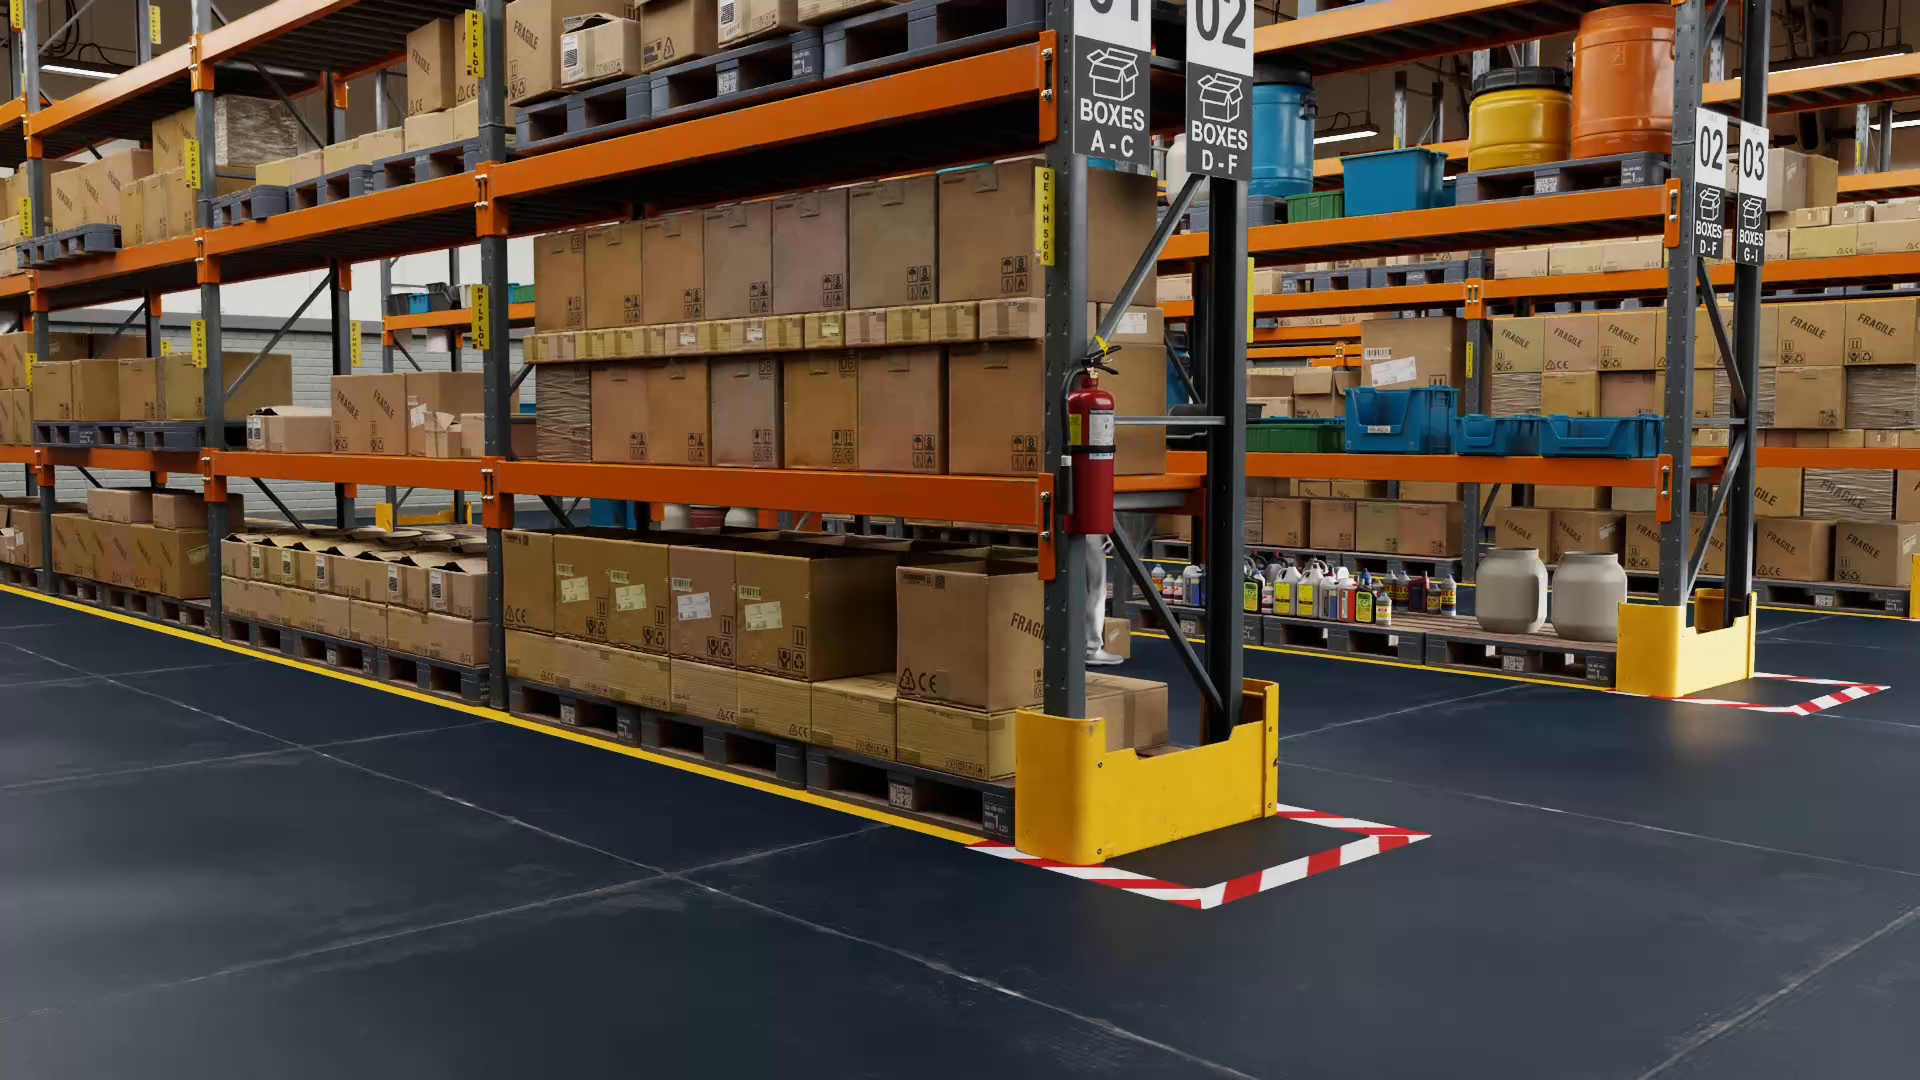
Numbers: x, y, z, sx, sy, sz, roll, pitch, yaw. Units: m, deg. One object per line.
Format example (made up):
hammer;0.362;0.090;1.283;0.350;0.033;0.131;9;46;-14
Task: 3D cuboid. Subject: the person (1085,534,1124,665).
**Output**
person;0.751;-0.061;10.395;0.540;1.661;0.415;4;5;42
